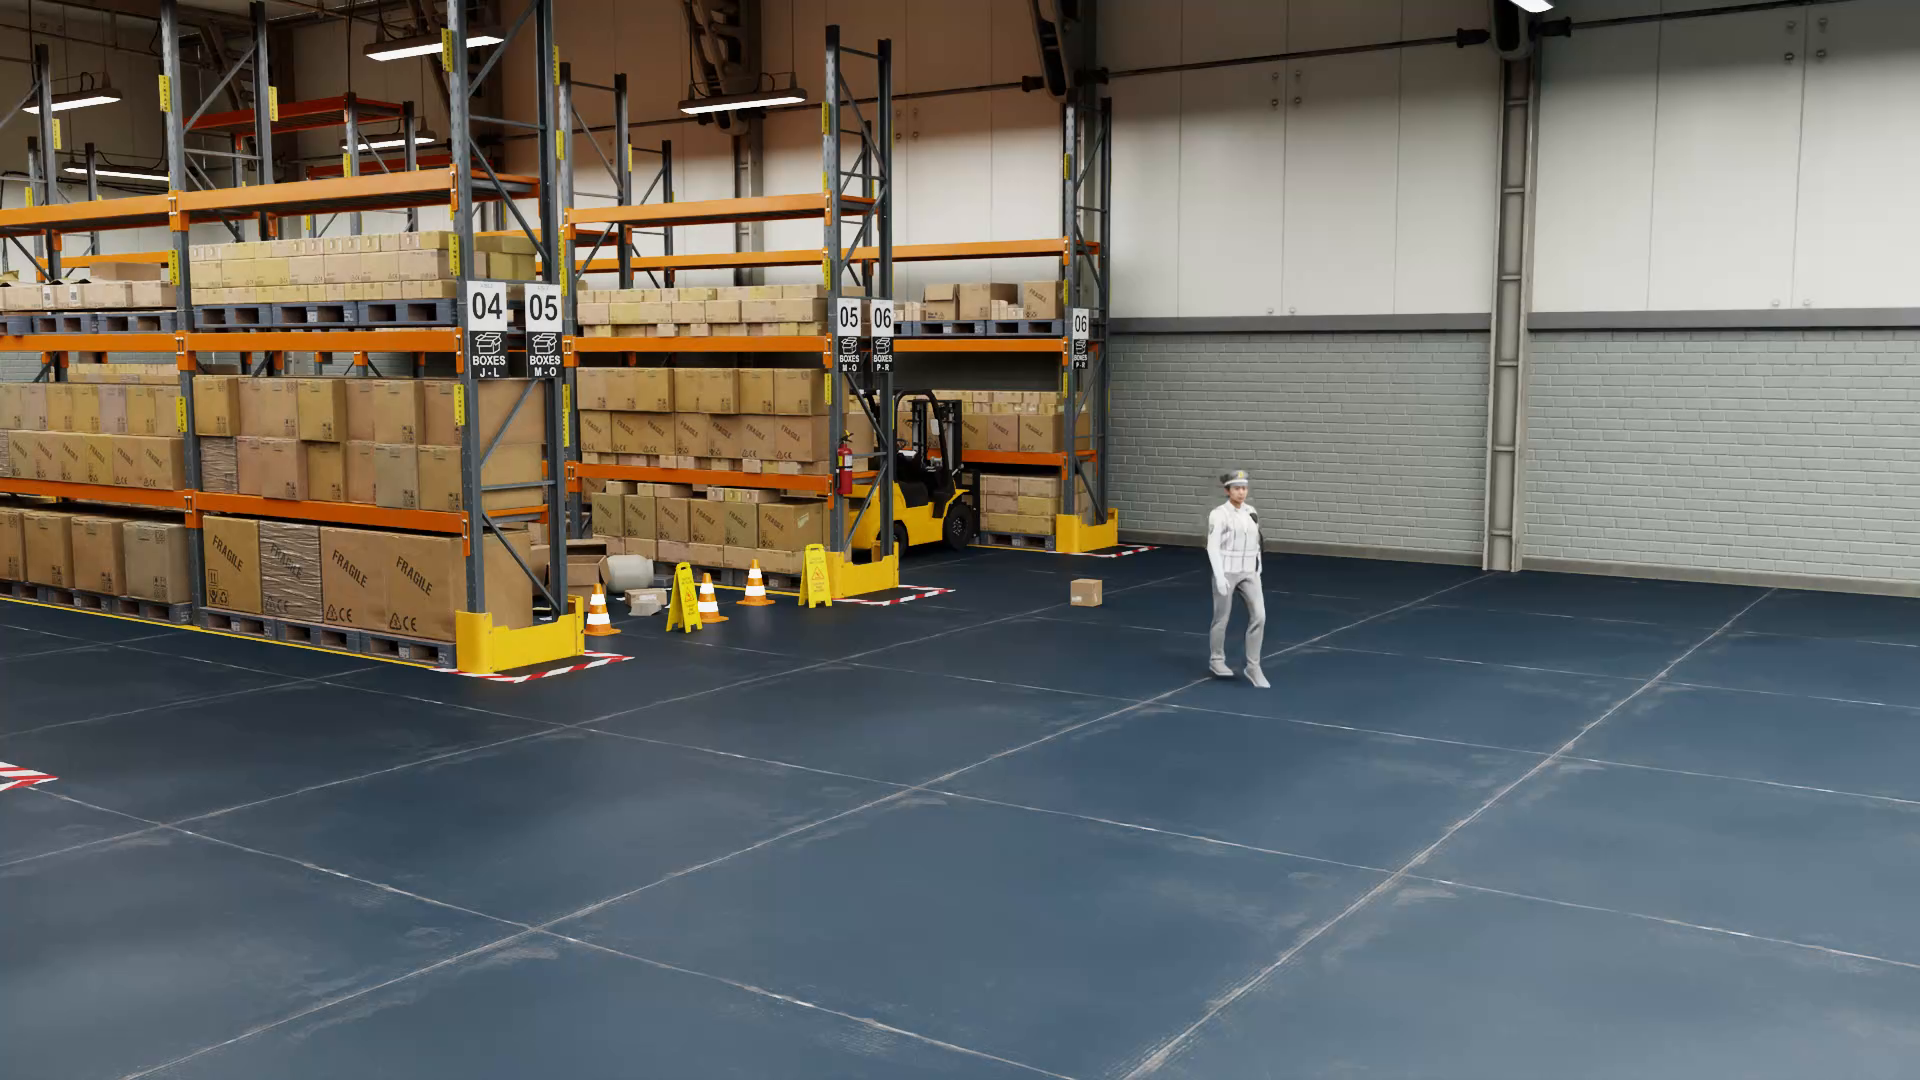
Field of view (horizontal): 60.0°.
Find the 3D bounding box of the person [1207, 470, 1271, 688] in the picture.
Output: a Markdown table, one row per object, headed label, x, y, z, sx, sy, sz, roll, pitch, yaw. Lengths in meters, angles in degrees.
| label | x | y | z | sx | sy | sz | roll | pitch | yaw |
| --- | --- | --- | --- | --- | --- | --- | --- | --- | --- |
| person | 2.211 | 0.310 | 13.227 | 0.548 | 1.742 | 0.638 | -2 | 7 | -20 |
